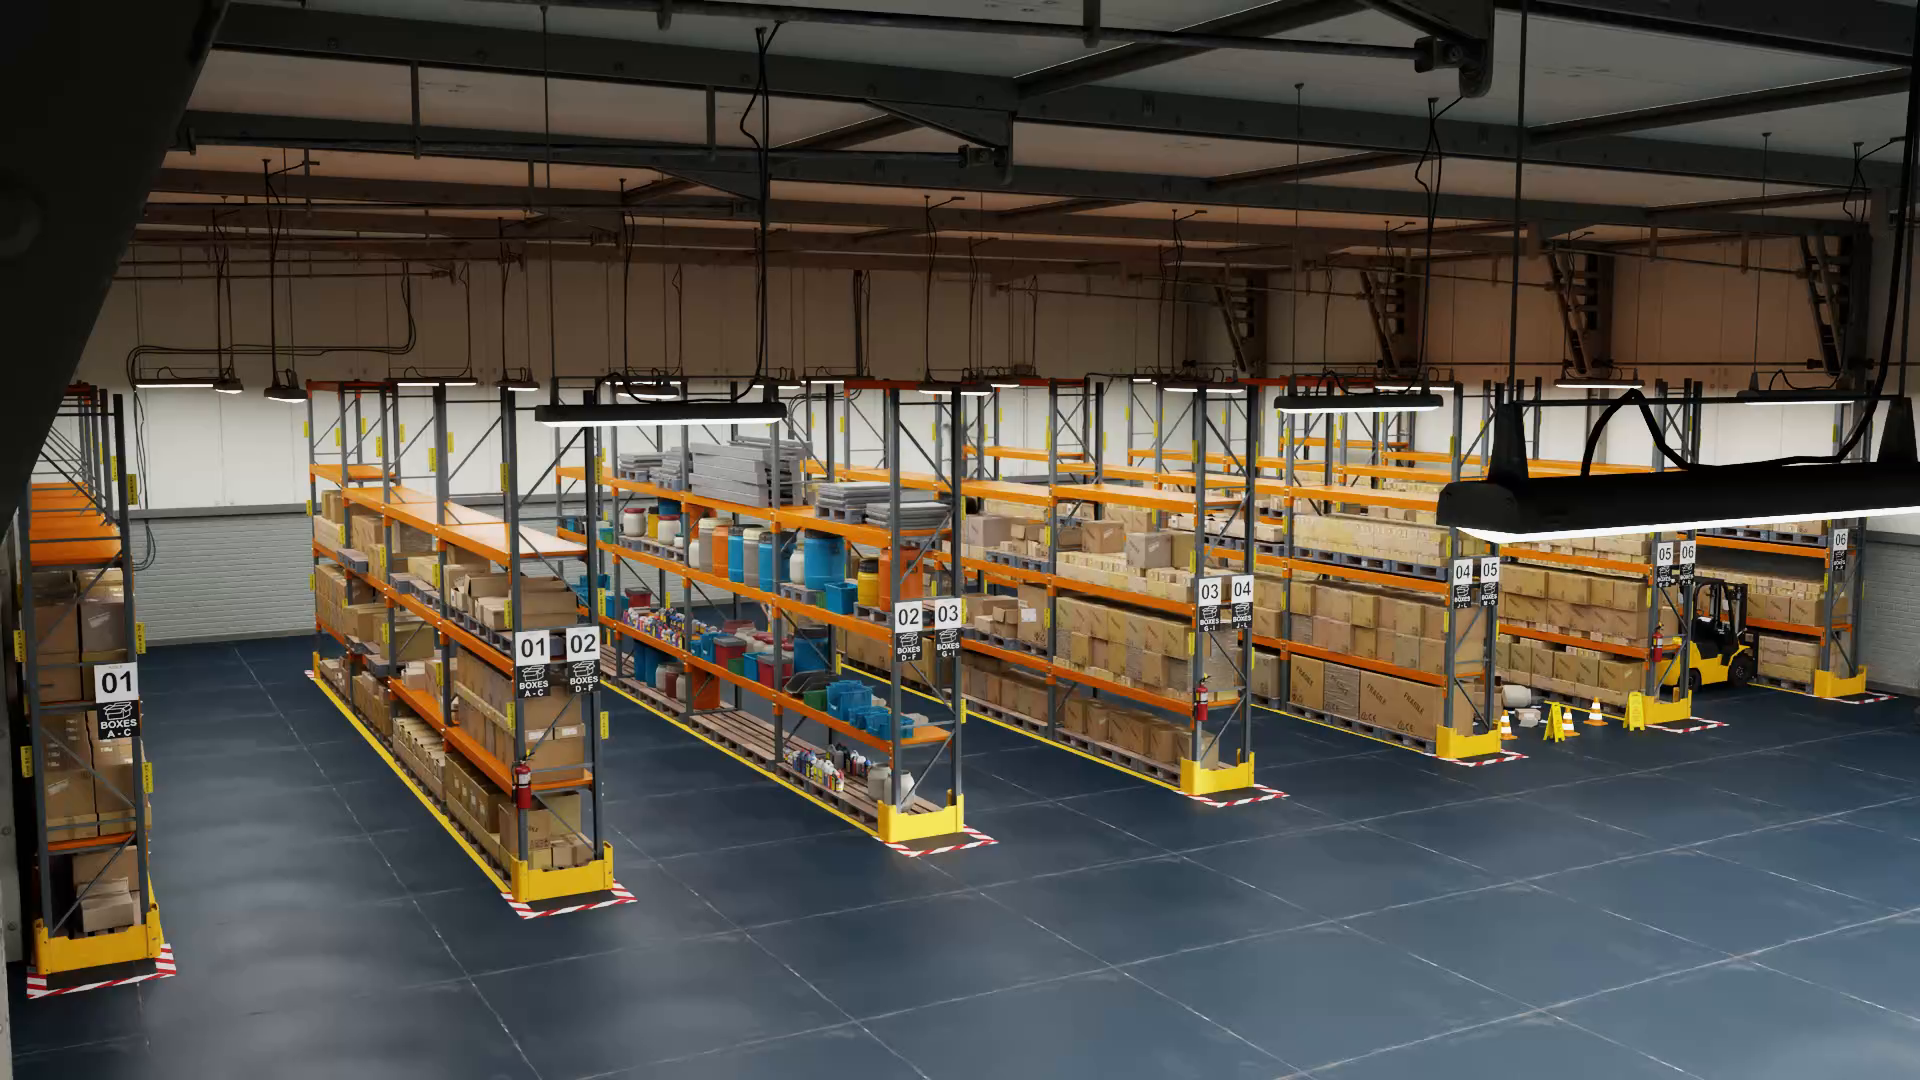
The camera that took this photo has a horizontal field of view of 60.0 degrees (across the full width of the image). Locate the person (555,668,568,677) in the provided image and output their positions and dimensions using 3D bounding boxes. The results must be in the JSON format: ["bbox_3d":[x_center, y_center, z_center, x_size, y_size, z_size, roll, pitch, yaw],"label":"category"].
[{"bbox_3d":[-7.675,2.045,32.091,0.734,1.773,1.069,-4,7,-35],"label":"person"}]

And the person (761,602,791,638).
[{"bbox_3d":[-3.900,1.681,35.505,0.666,1.750,0.799,-4,7,-33],"label":"person"}]
